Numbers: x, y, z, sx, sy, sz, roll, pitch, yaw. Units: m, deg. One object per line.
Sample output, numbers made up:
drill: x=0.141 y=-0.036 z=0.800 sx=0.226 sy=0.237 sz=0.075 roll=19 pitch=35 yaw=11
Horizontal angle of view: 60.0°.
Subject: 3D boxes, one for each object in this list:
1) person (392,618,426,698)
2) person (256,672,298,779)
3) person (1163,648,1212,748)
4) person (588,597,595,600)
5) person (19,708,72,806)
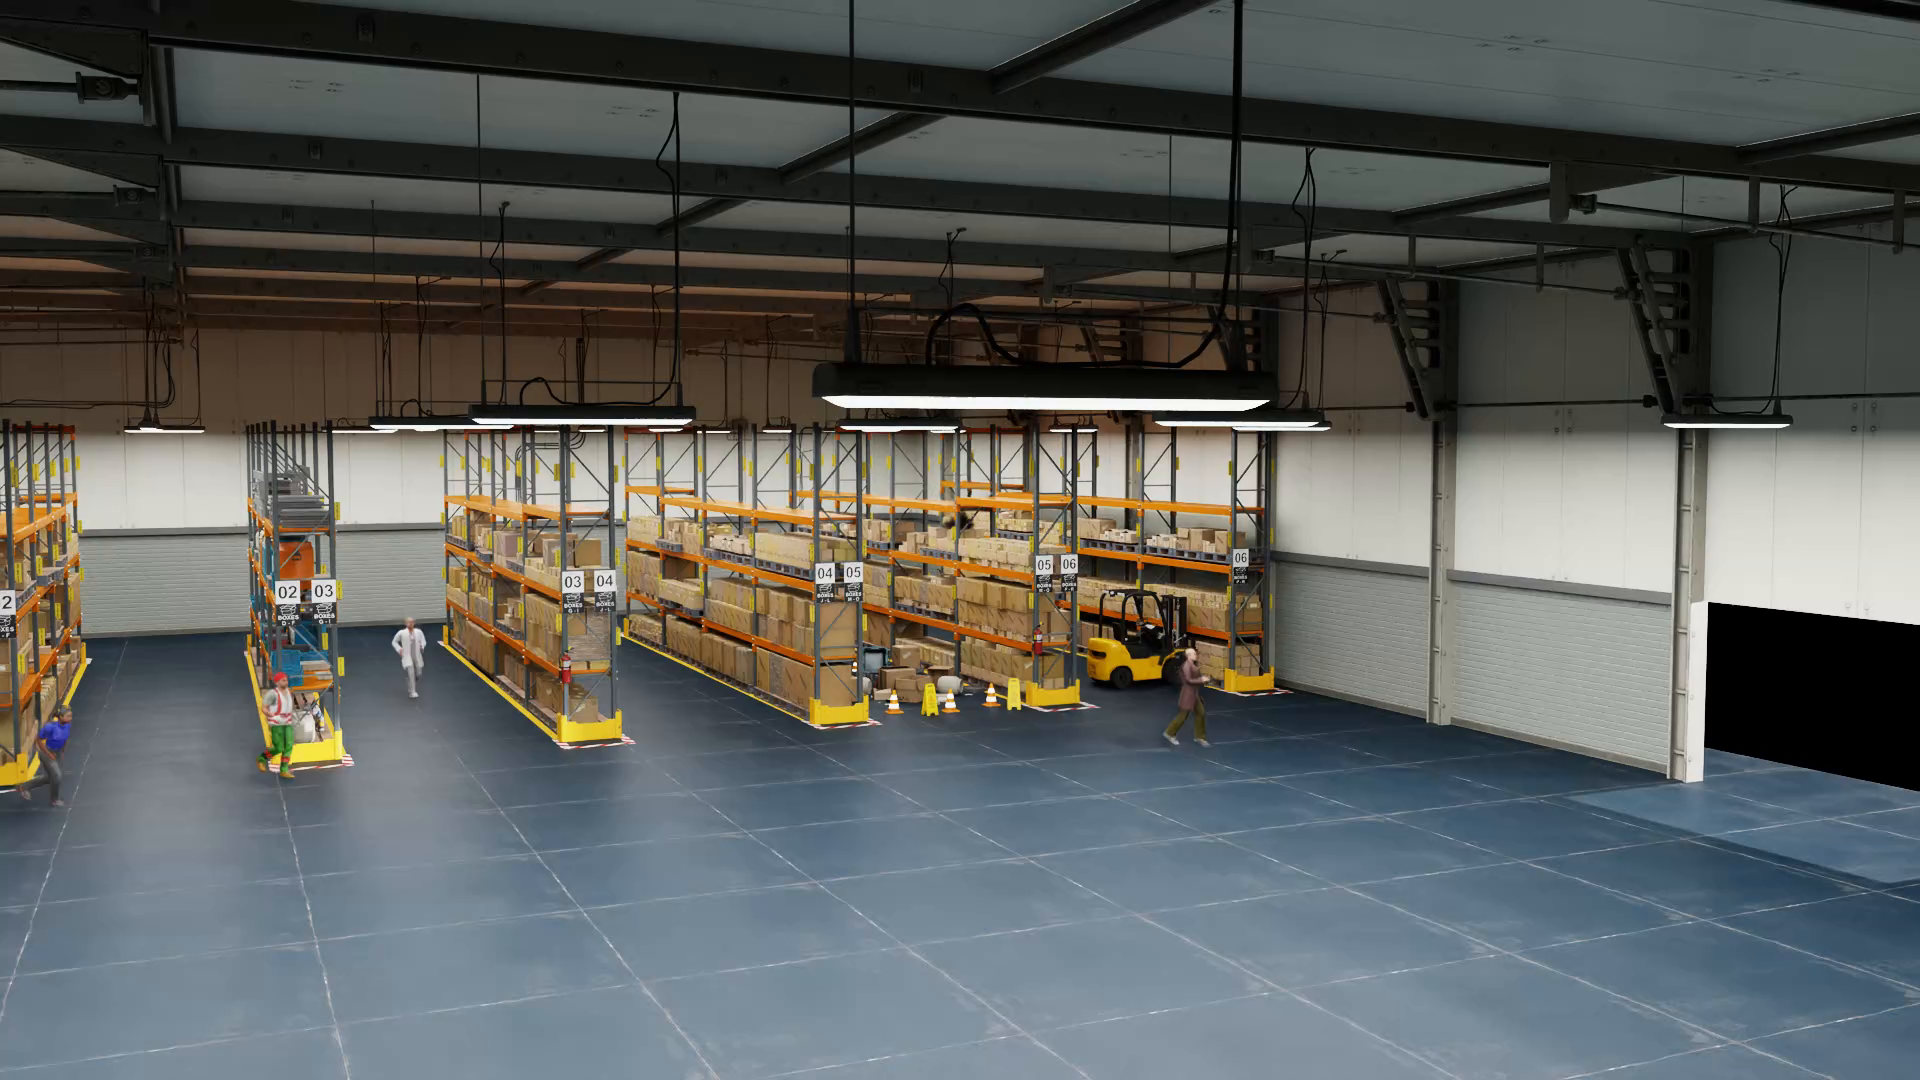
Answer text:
person: x=-12.081 y=2.570 z=36.534 sx=0.715 sy=1.735 sz=0.826 roll=-3 pitch=4 yaw=-36
person: x=-11.469 y=3.106 z=27.968 sx=0.715 sy=1.772 sz=0.692 roll=1 pitch=4 yaw=21
person: x=4.187 y=2.910 z=30.606 sx=0.898 sy=1.845 sz=0.705 roll=2 pitch=4 yaw=24
person: x=-10.504 y=2.015 z=46.616 sx=0.647 sy=1.654 sz=0.821 roll=0 pitch=4 yaw=0
person: x=-14.183 y=3.370 z=25.813 sx=0.928 sy=1.568 sz=0.563 roll=1 pitch=4 yaw=12
